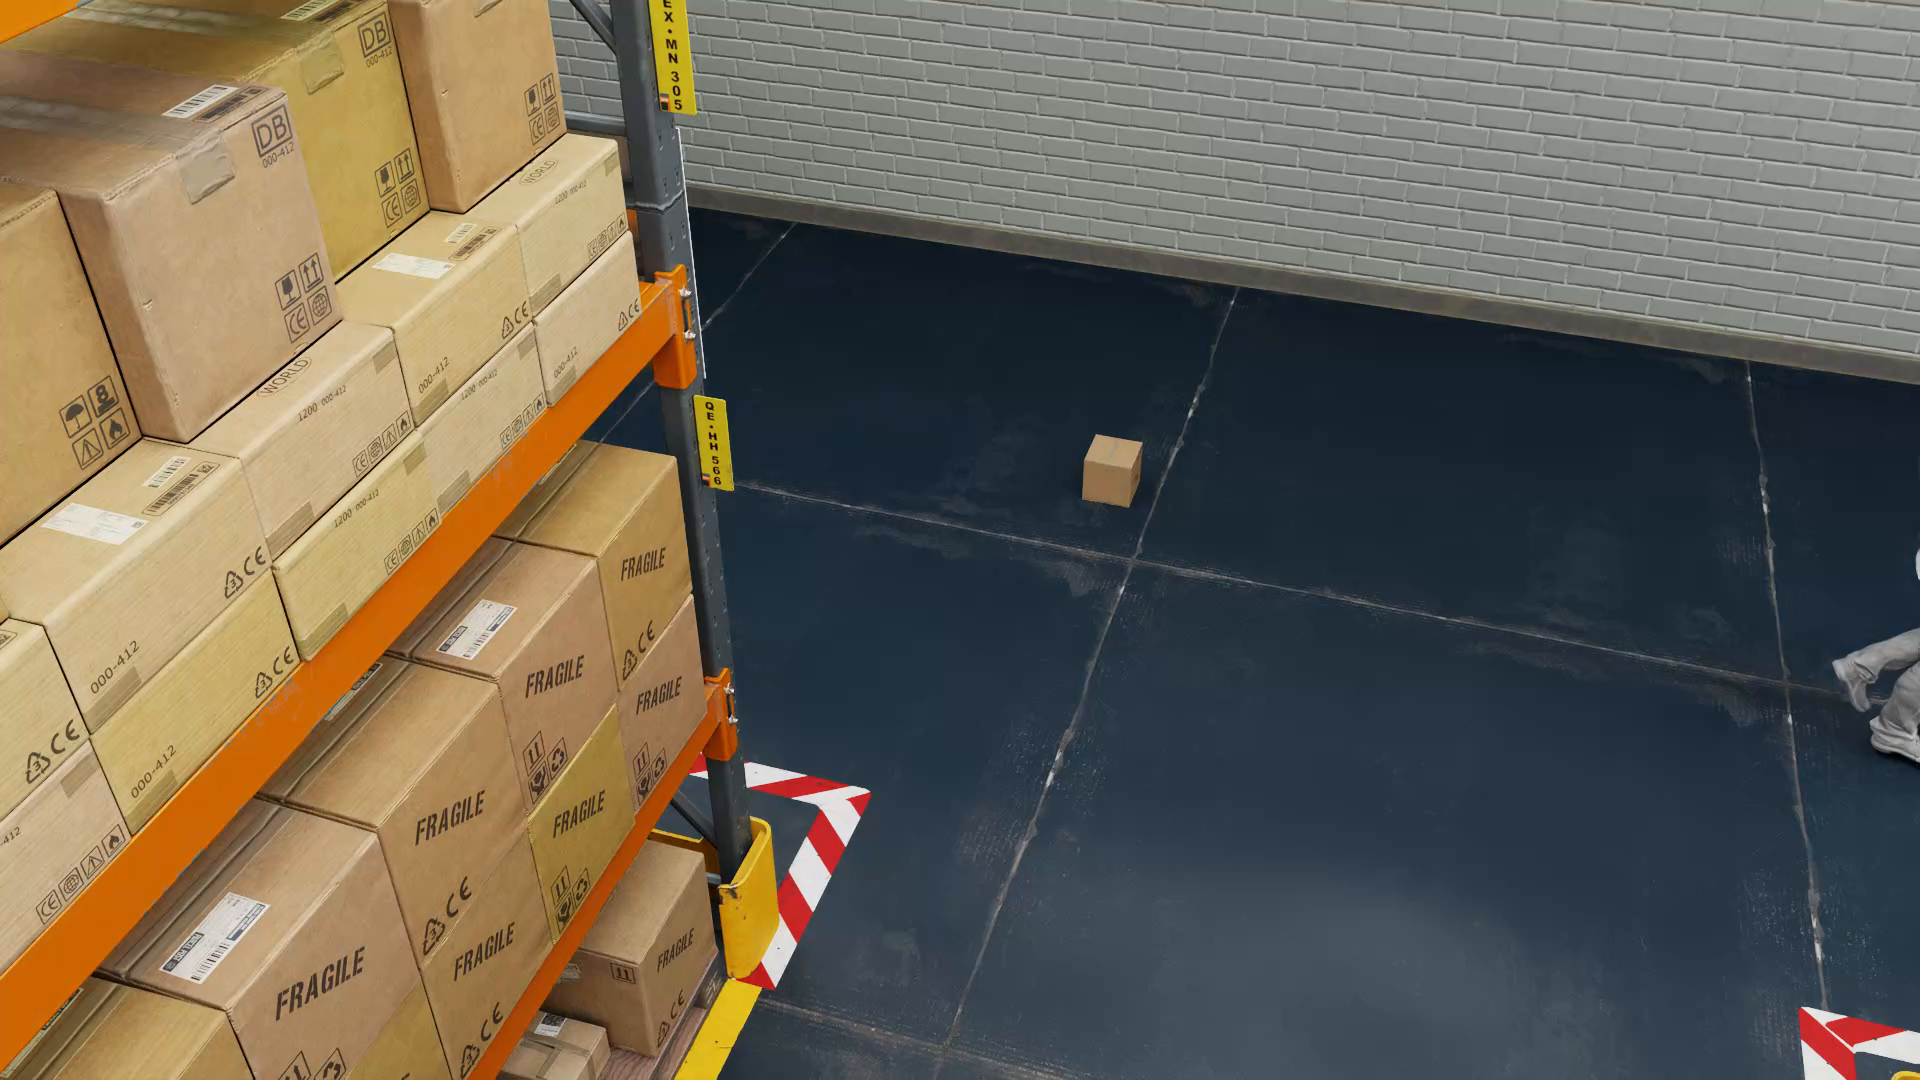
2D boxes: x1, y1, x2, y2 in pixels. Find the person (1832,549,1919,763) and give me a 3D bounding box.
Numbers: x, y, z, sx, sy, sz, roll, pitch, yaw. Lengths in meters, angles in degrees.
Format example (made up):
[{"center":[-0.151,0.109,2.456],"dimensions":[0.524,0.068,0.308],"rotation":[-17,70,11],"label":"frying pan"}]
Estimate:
[{"center":[3.962,0.150,6.634],"dimensions":[0.526,1.756,0.570],"rotation":[13,39,17],"label":"person"}]
